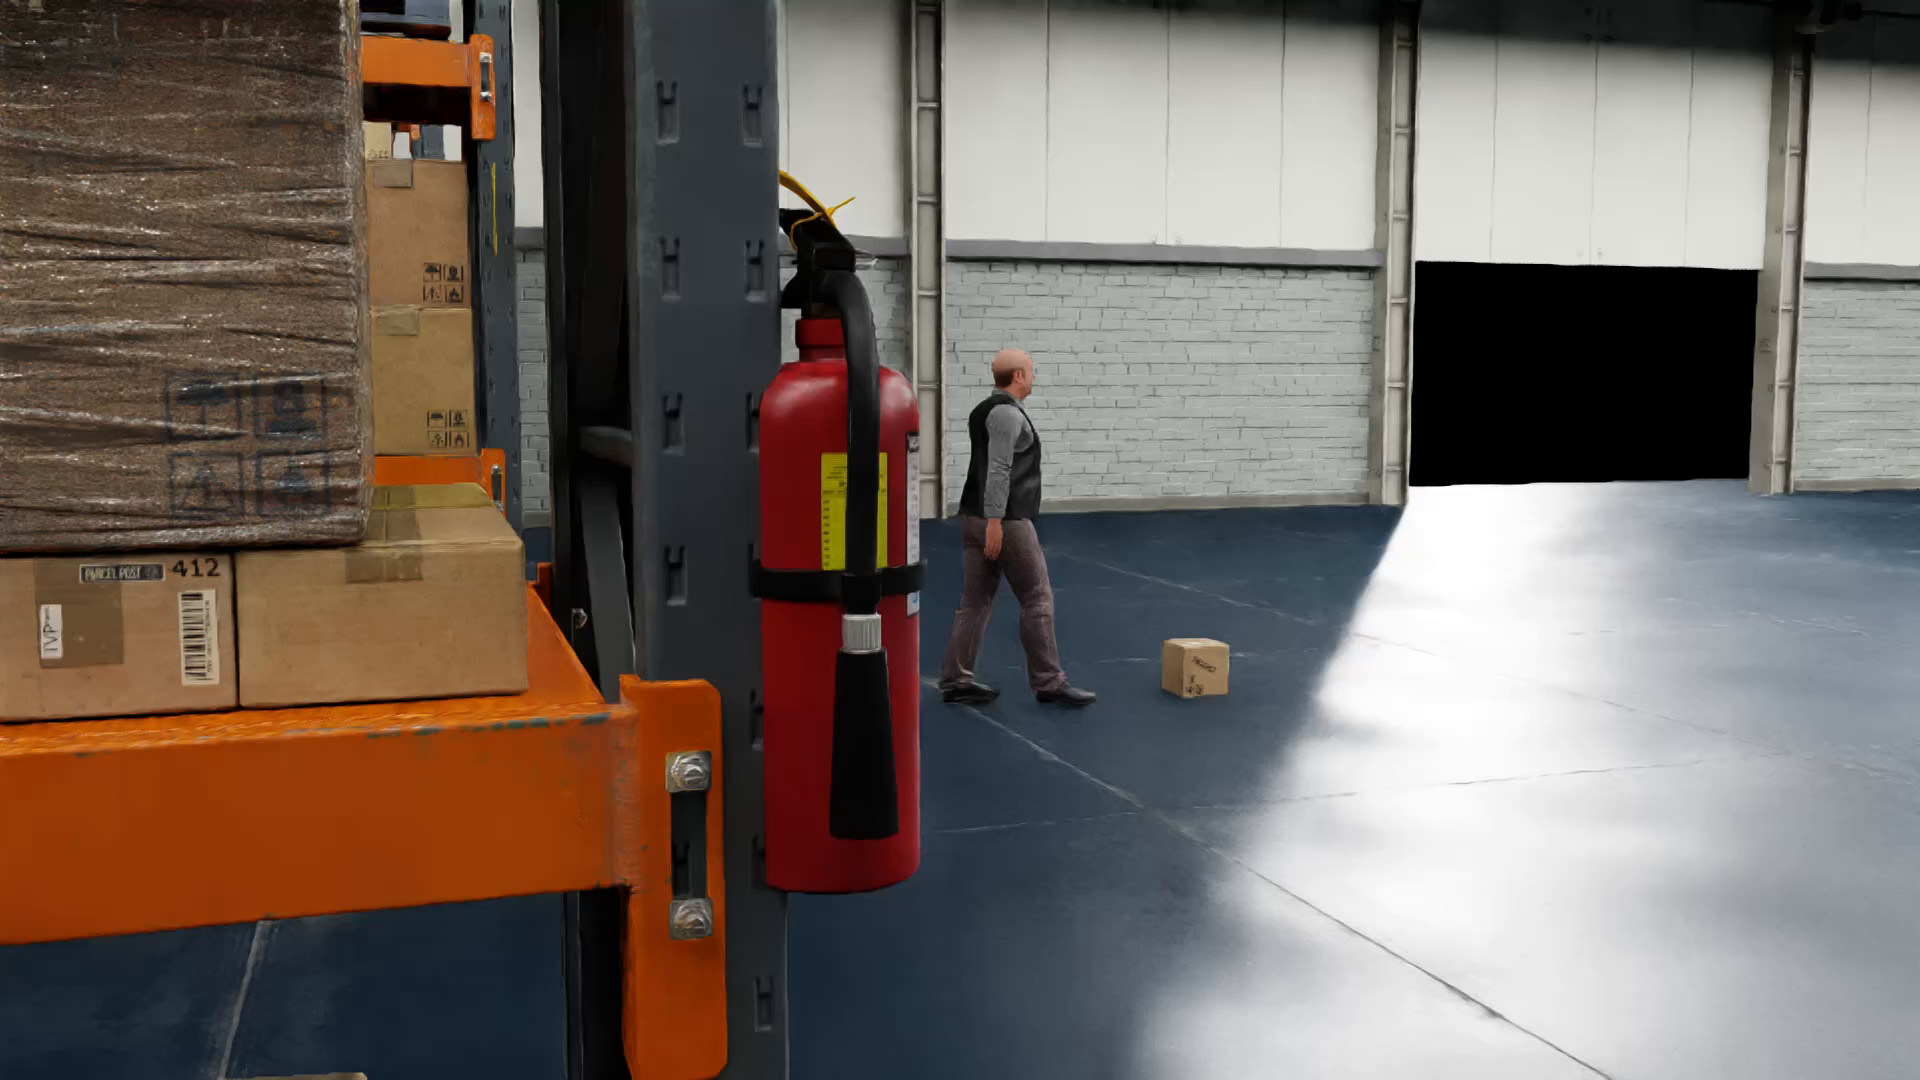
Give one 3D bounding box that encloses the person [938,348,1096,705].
[{"bbox_3d":[0.243,-0.072,8.060,0.723,1.706,0.538,-2,6,-21],"label":"person"}]
